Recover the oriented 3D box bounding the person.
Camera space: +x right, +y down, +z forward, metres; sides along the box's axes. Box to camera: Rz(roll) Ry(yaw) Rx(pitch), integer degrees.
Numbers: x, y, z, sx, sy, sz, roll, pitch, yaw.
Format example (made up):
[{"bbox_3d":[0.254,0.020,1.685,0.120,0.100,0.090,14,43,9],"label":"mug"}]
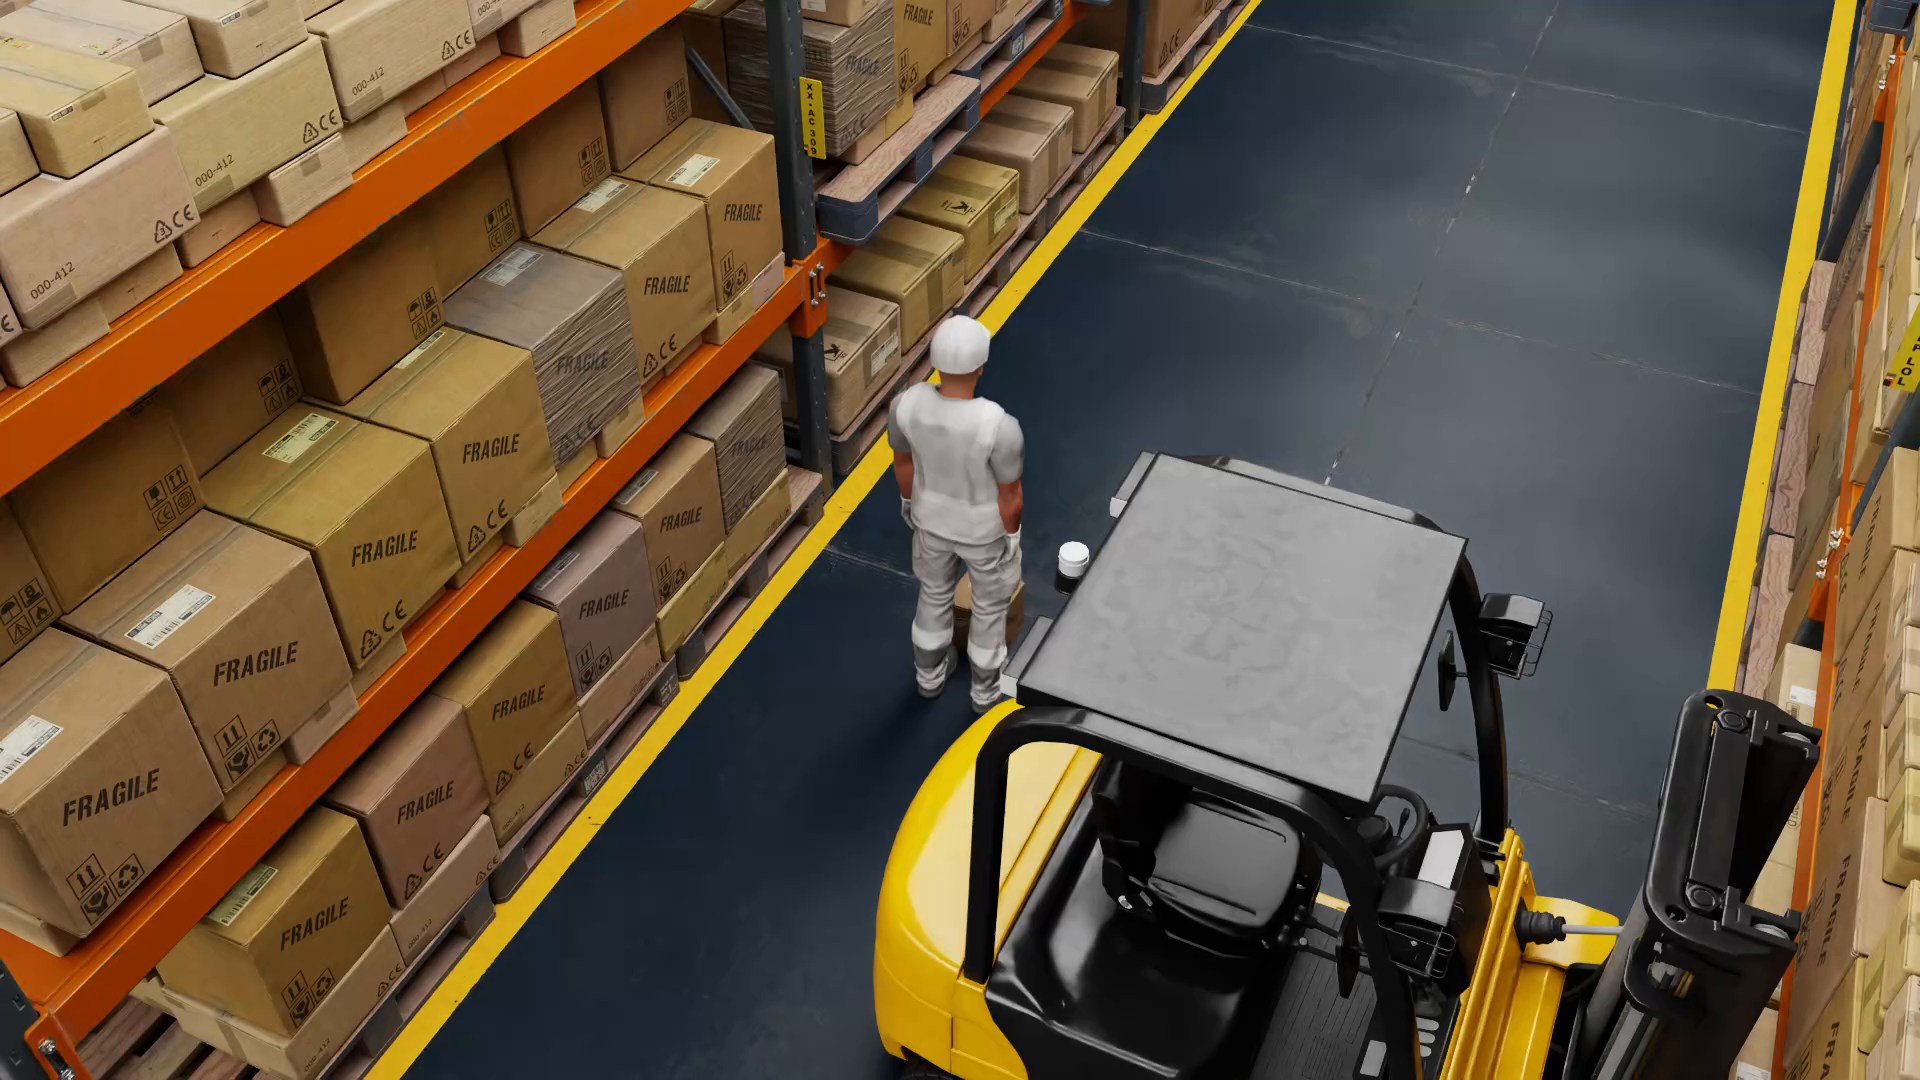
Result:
[{"bbox_3d":[0.003,-0.078,6.231,0.525,1.783,0.341,17,44,18],"label":"person"}]
